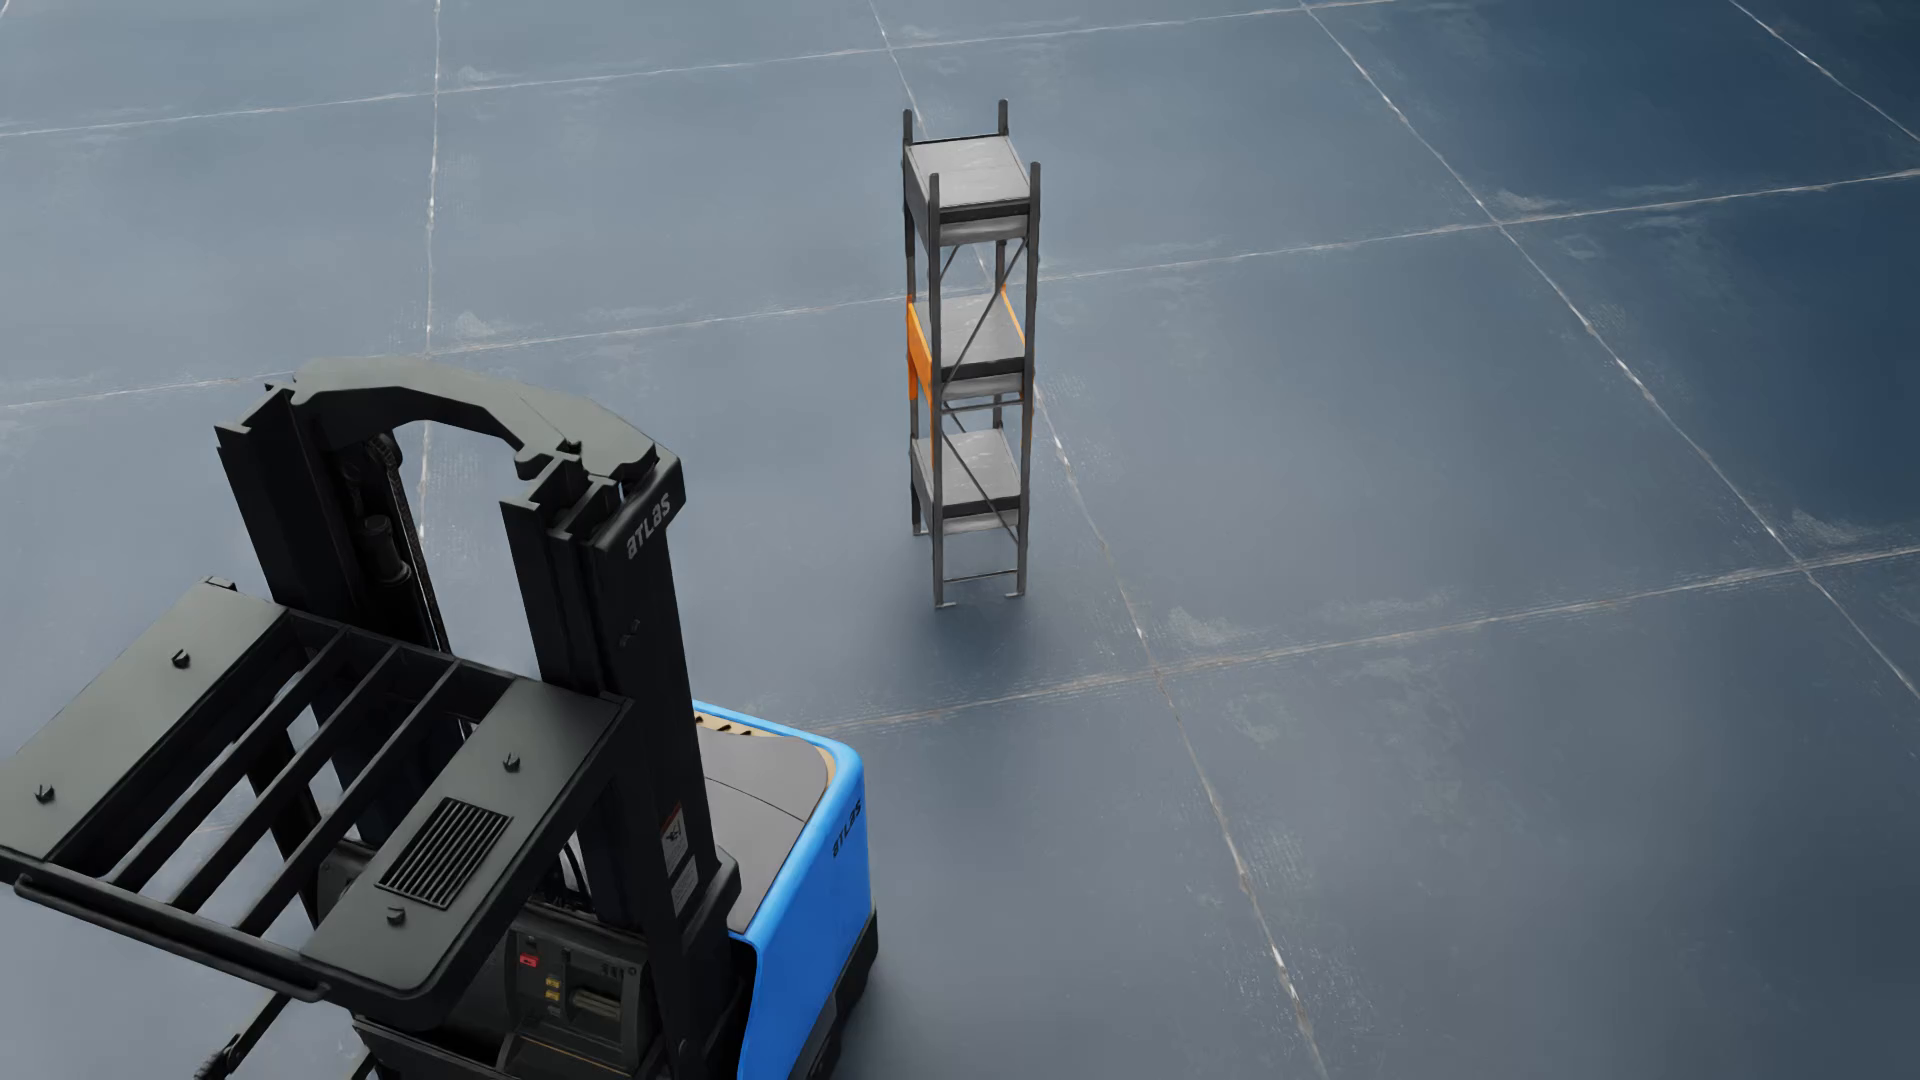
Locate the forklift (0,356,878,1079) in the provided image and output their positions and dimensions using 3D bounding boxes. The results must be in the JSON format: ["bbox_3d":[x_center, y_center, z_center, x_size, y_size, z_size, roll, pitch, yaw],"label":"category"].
[{"bbox_3d":[-1.281,1.159,4.018,1.130,2.935,3.031,14,43,15],"label":"forklift"}]

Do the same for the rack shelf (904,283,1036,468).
[{"bbox_3d":[0.036,-0.668,6.723,0.431,0.518,0.480,-8,42,-9],"label":"rack shelf"}]

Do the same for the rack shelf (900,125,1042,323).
[{"bbox_3d":[0.036,-1.191,6.258,0.431,0.518,0.480,-8,42,-9],"label":"rack shelf"}]

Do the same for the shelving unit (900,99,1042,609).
[{"bbox_3d":[0.036,-0.678,6.714,0.431,2.100,0.503,-8,42,-9],"label":"shelving unit"}]

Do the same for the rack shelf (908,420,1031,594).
[{"bbox_3d":[0.036,-0.144,7.188,0.431,0.518,0.480,-8,42,-9],"label":"rack shelf"}]

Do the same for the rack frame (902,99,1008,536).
[{"bbox_3d":[-0.017,-0.836,6.892,0.400,2.100,0.015,-8,42,-9],"label":"rack frame"}]

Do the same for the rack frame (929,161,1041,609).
[{"bbox_3d":[0.088,-0.520,6.536,0.400,2.100,0.015,-8,42,-9],"label":"rack frame"}]
